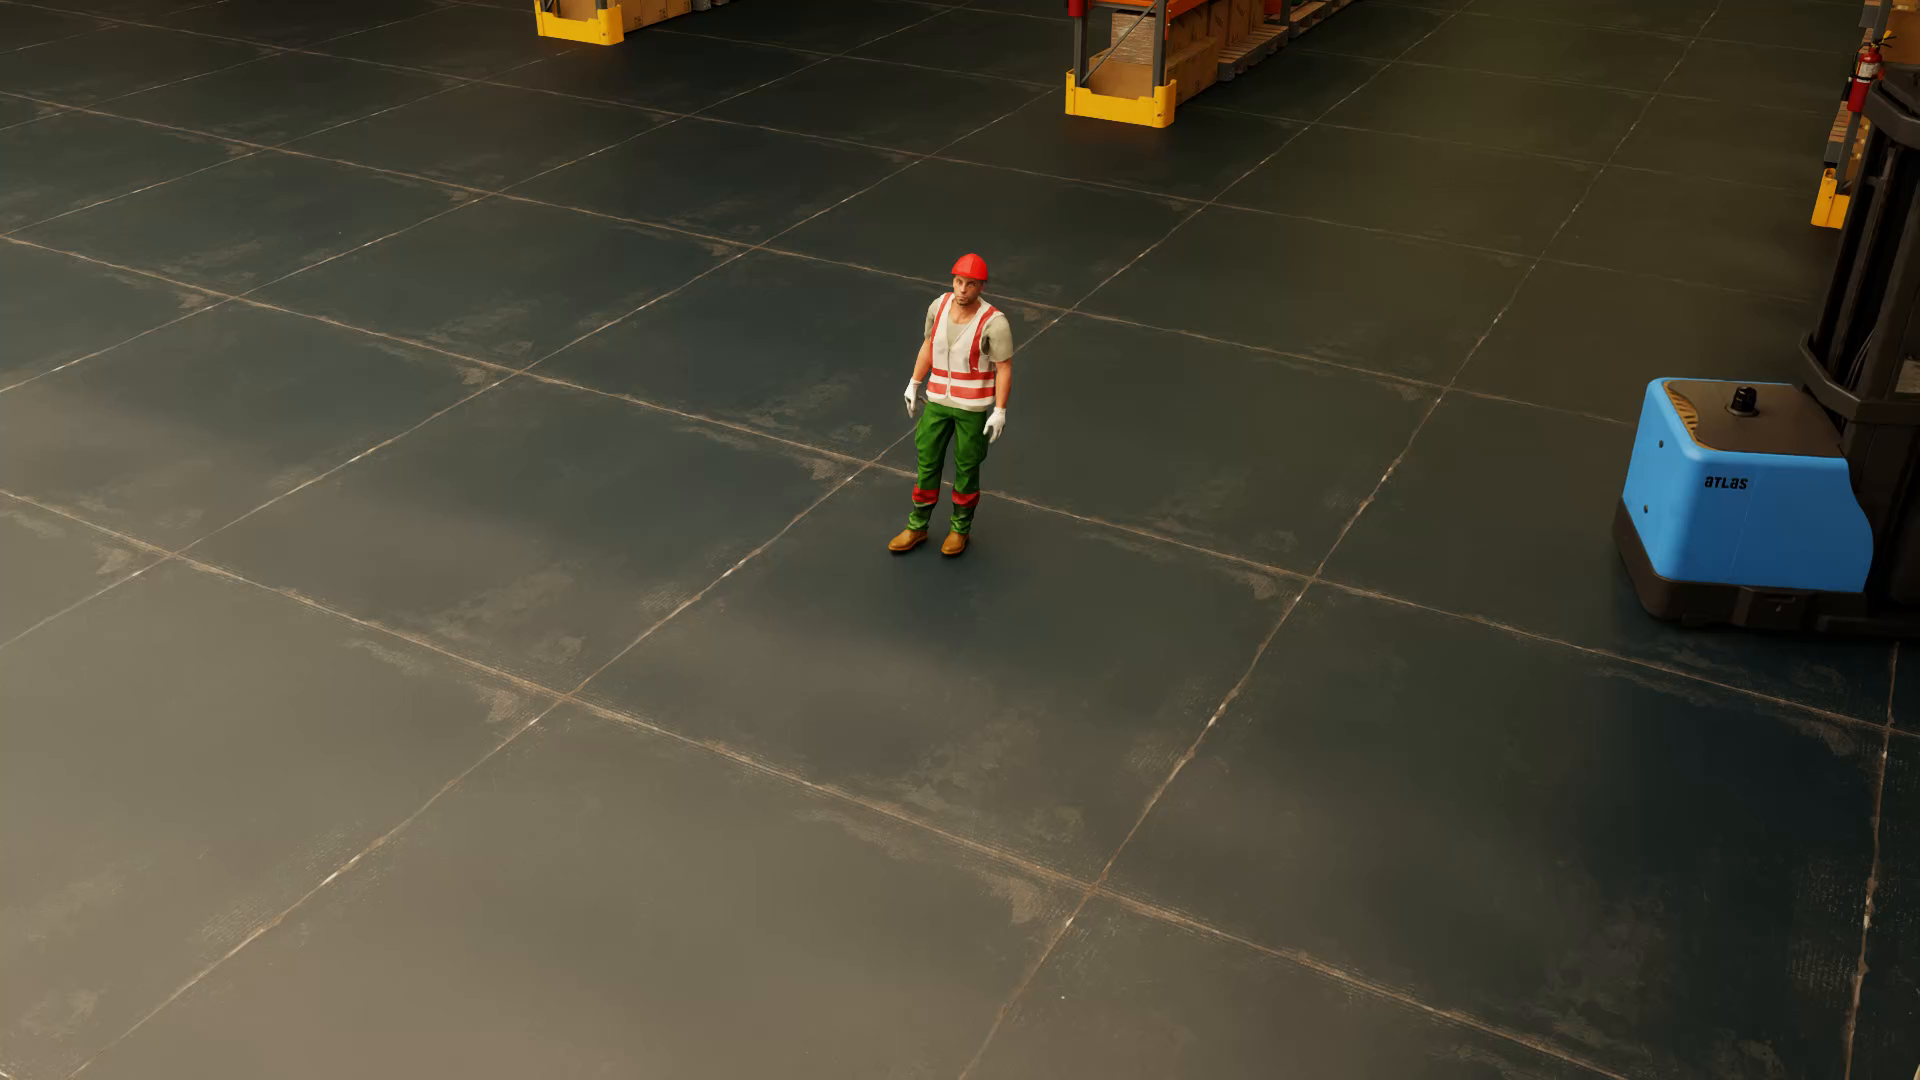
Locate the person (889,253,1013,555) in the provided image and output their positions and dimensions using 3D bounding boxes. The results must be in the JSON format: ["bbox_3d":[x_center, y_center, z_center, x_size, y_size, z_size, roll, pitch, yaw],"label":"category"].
[{"bbox_3d":[-0.050,-0.749,9.496,0.637,1.790,0.562,15,33,25],"label":"person"}]

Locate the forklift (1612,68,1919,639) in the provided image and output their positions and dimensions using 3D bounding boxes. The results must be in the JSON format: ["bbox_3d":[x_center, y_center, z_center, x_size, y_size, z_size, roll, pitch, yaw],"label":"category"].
[{"bbox_3d":[5.341,-0.940,8.700,3.031,2.935,1.130,4,30,7],"label":"forklift"}]
